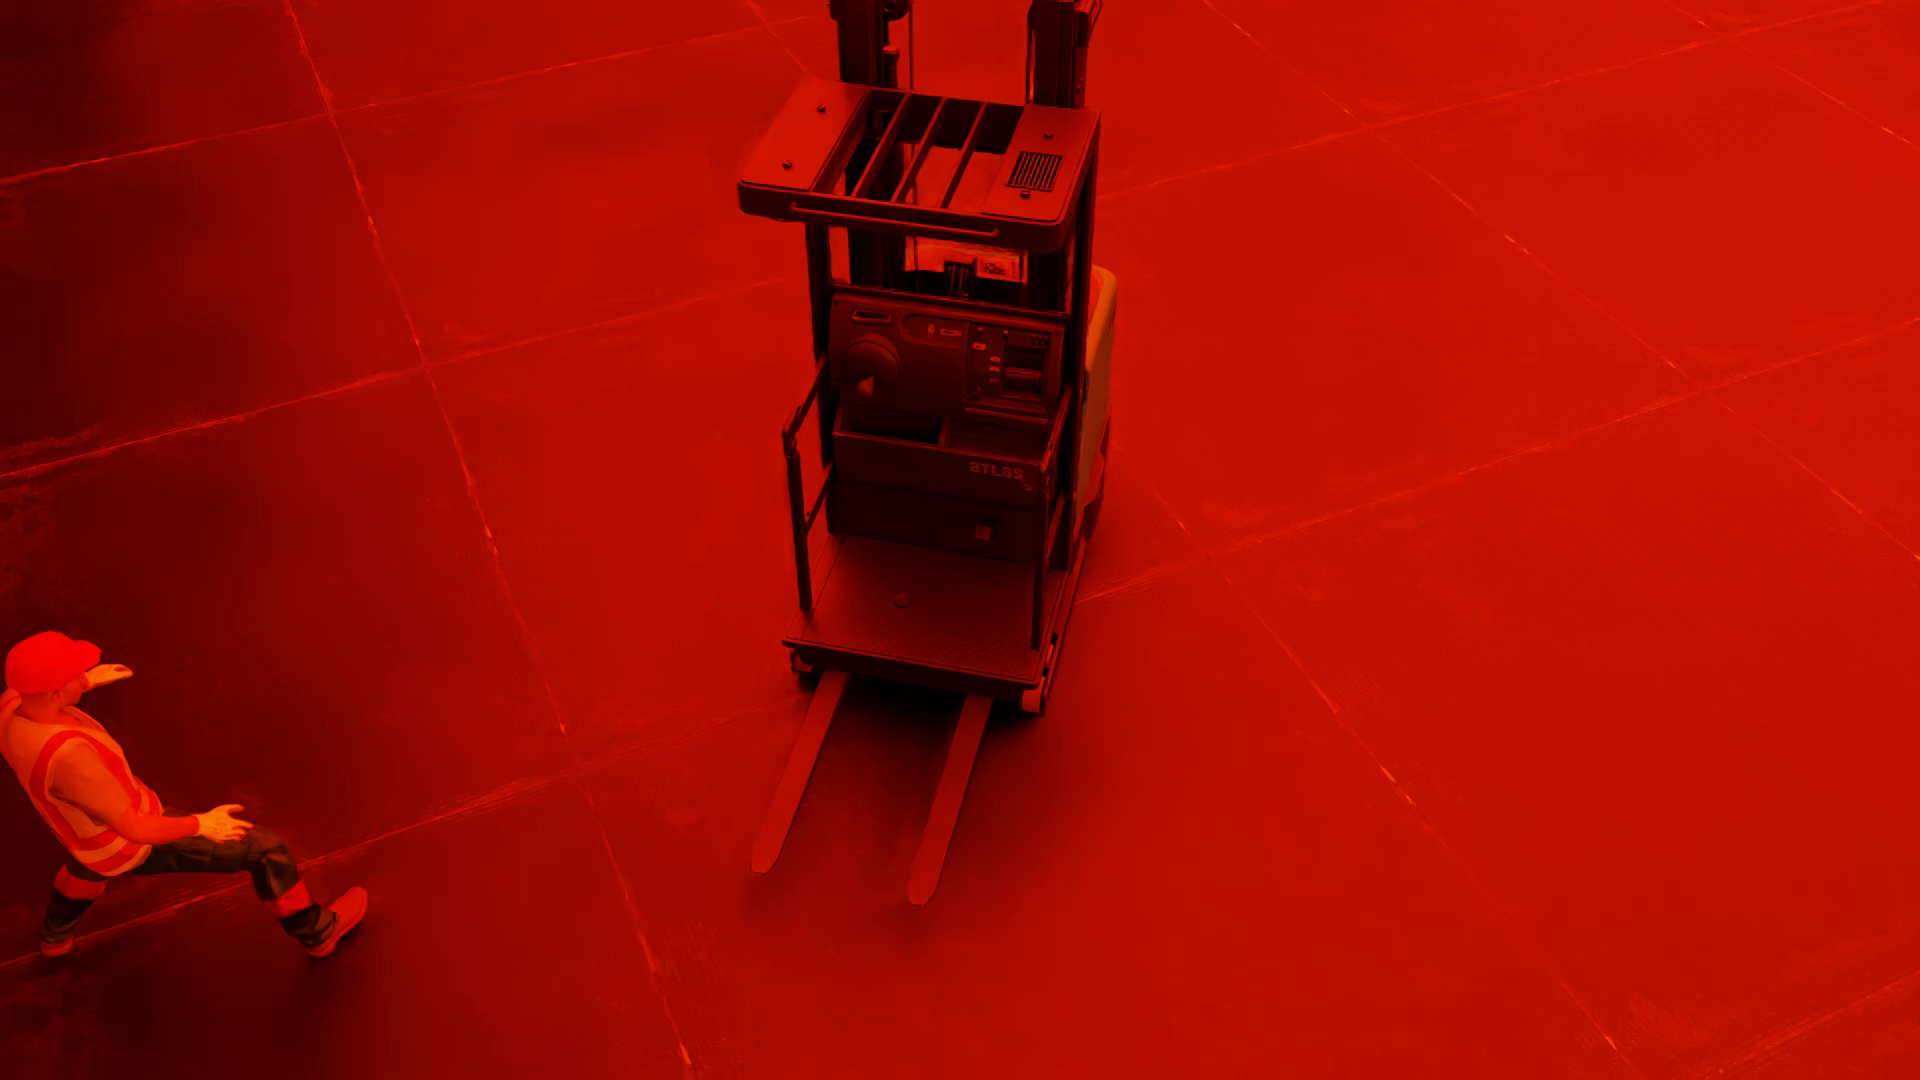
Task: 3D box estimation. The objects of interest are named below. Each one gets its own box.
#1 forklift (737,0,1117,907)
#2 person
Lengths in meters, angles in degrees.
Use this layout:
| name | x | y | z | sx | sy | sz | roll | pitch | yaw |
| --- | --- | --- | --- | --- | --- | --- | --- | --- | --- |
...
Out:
| name | x | y | z | sx | sy | sz | roll | pitch | yaw |
| --- | --- | --- | --- | --- | --- | --- | --- | --- | --- |
| forklift | -0.107 | -0.628 | 6.353 | 1.130 | 2.935 | 3.031 | 9 | 44 | 10 |
| person | -2.862 | 0.868 | 5.753 | 1.011 | 1.626 | 0.943 | 31 | 51 | 29 |
